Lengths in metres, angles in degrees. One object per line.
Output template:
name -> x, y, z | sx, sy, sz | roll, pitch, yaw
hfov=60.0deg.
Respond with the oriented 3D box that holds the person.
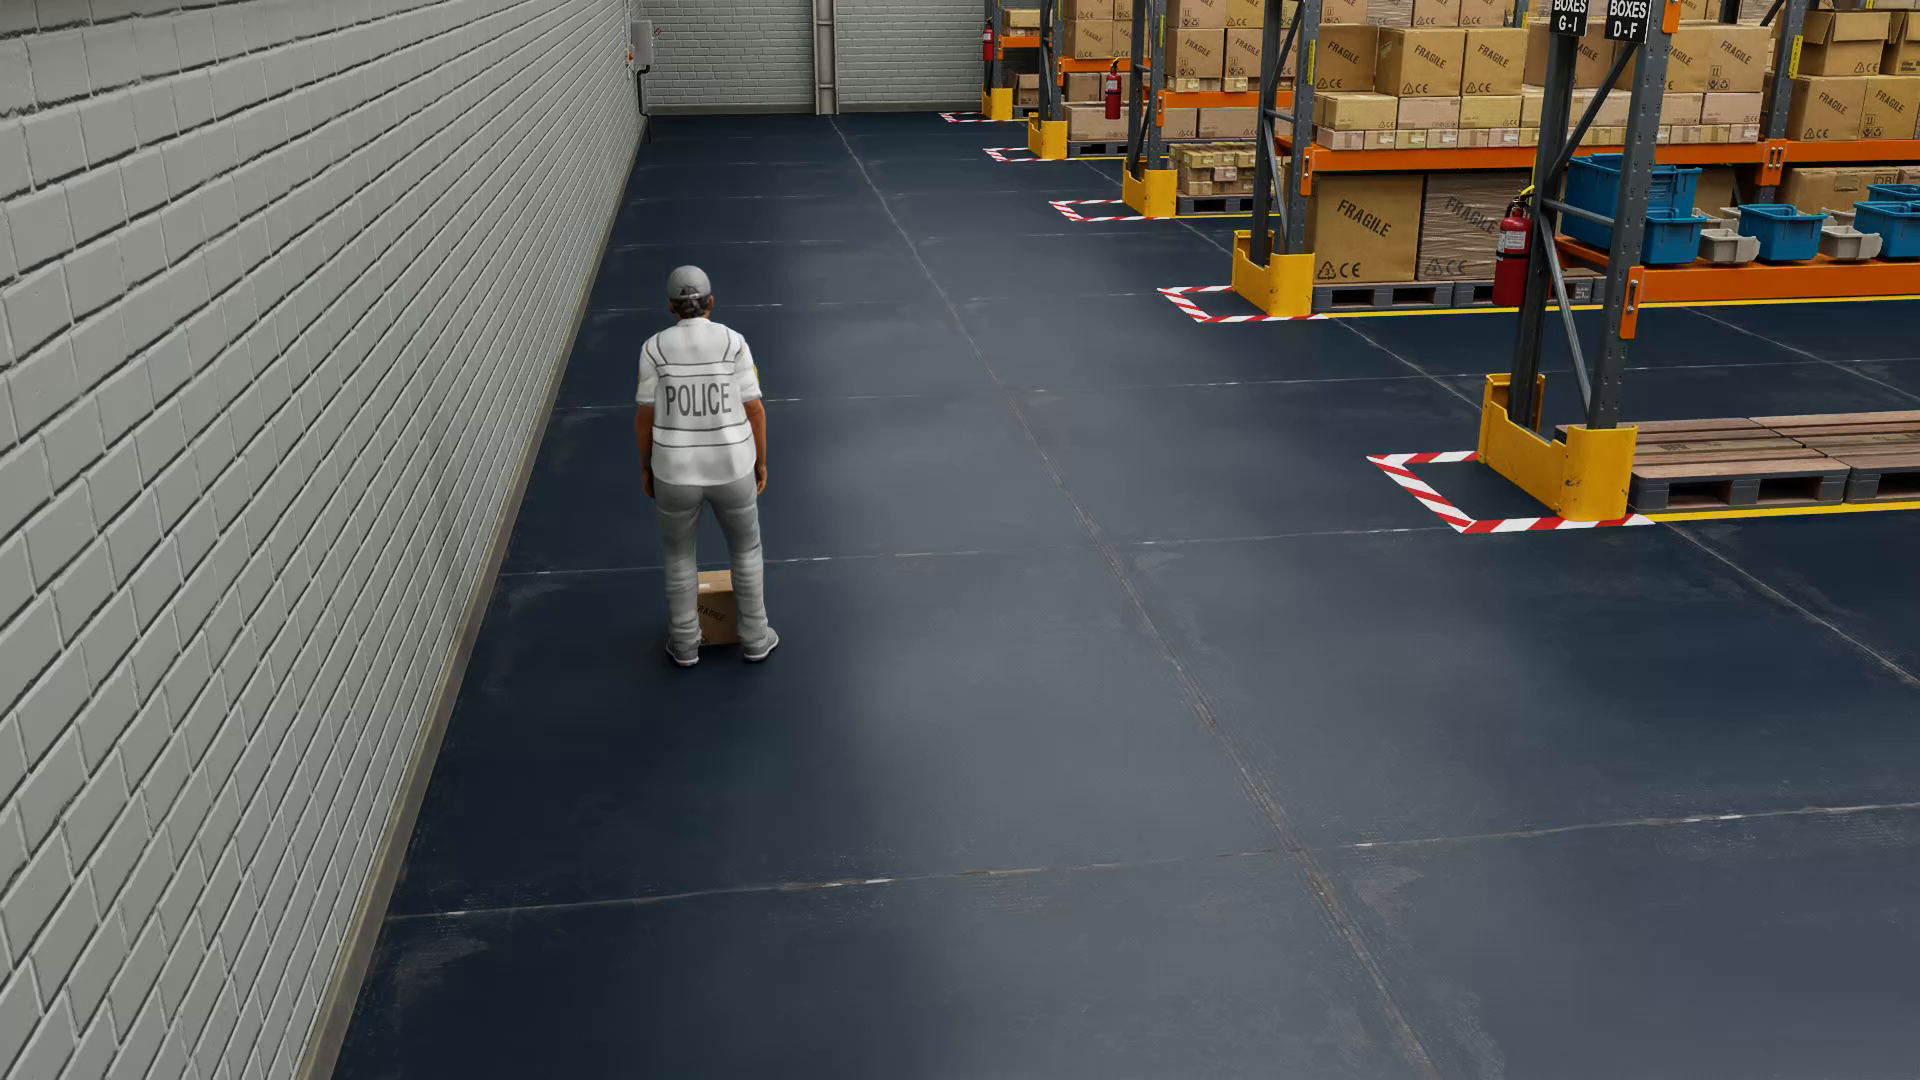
person -> -1.049, -0.293, 6.864 | 0.542, 1.666, 0.470 | -3, 20, -8
